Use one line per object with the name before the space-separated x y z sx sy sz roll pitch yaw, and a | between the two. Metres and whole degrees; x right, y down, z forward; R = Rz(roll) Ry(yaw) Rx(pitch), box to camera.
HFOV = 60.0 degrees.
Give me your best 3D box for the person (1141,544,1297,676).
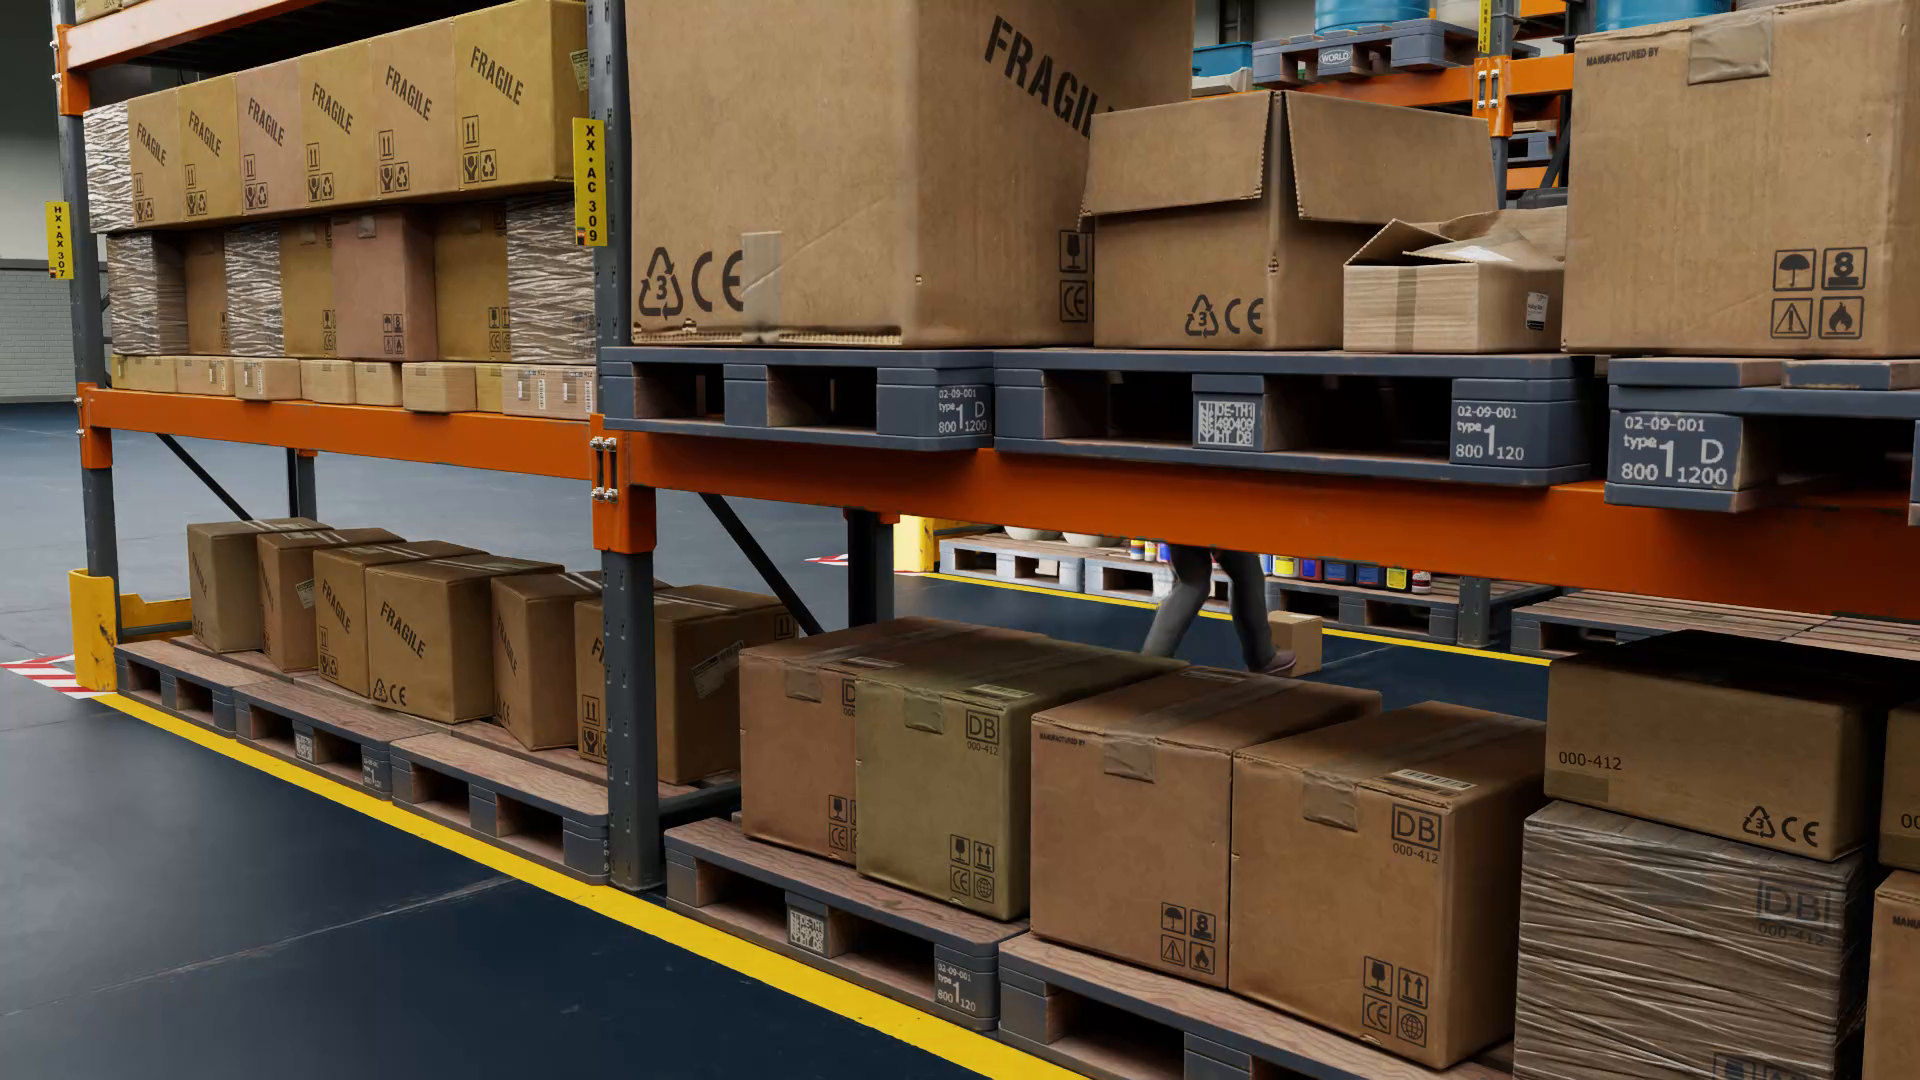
person | 1.125 -0.163 7.192 0.903 1.583 0.496 -7 10 -42
